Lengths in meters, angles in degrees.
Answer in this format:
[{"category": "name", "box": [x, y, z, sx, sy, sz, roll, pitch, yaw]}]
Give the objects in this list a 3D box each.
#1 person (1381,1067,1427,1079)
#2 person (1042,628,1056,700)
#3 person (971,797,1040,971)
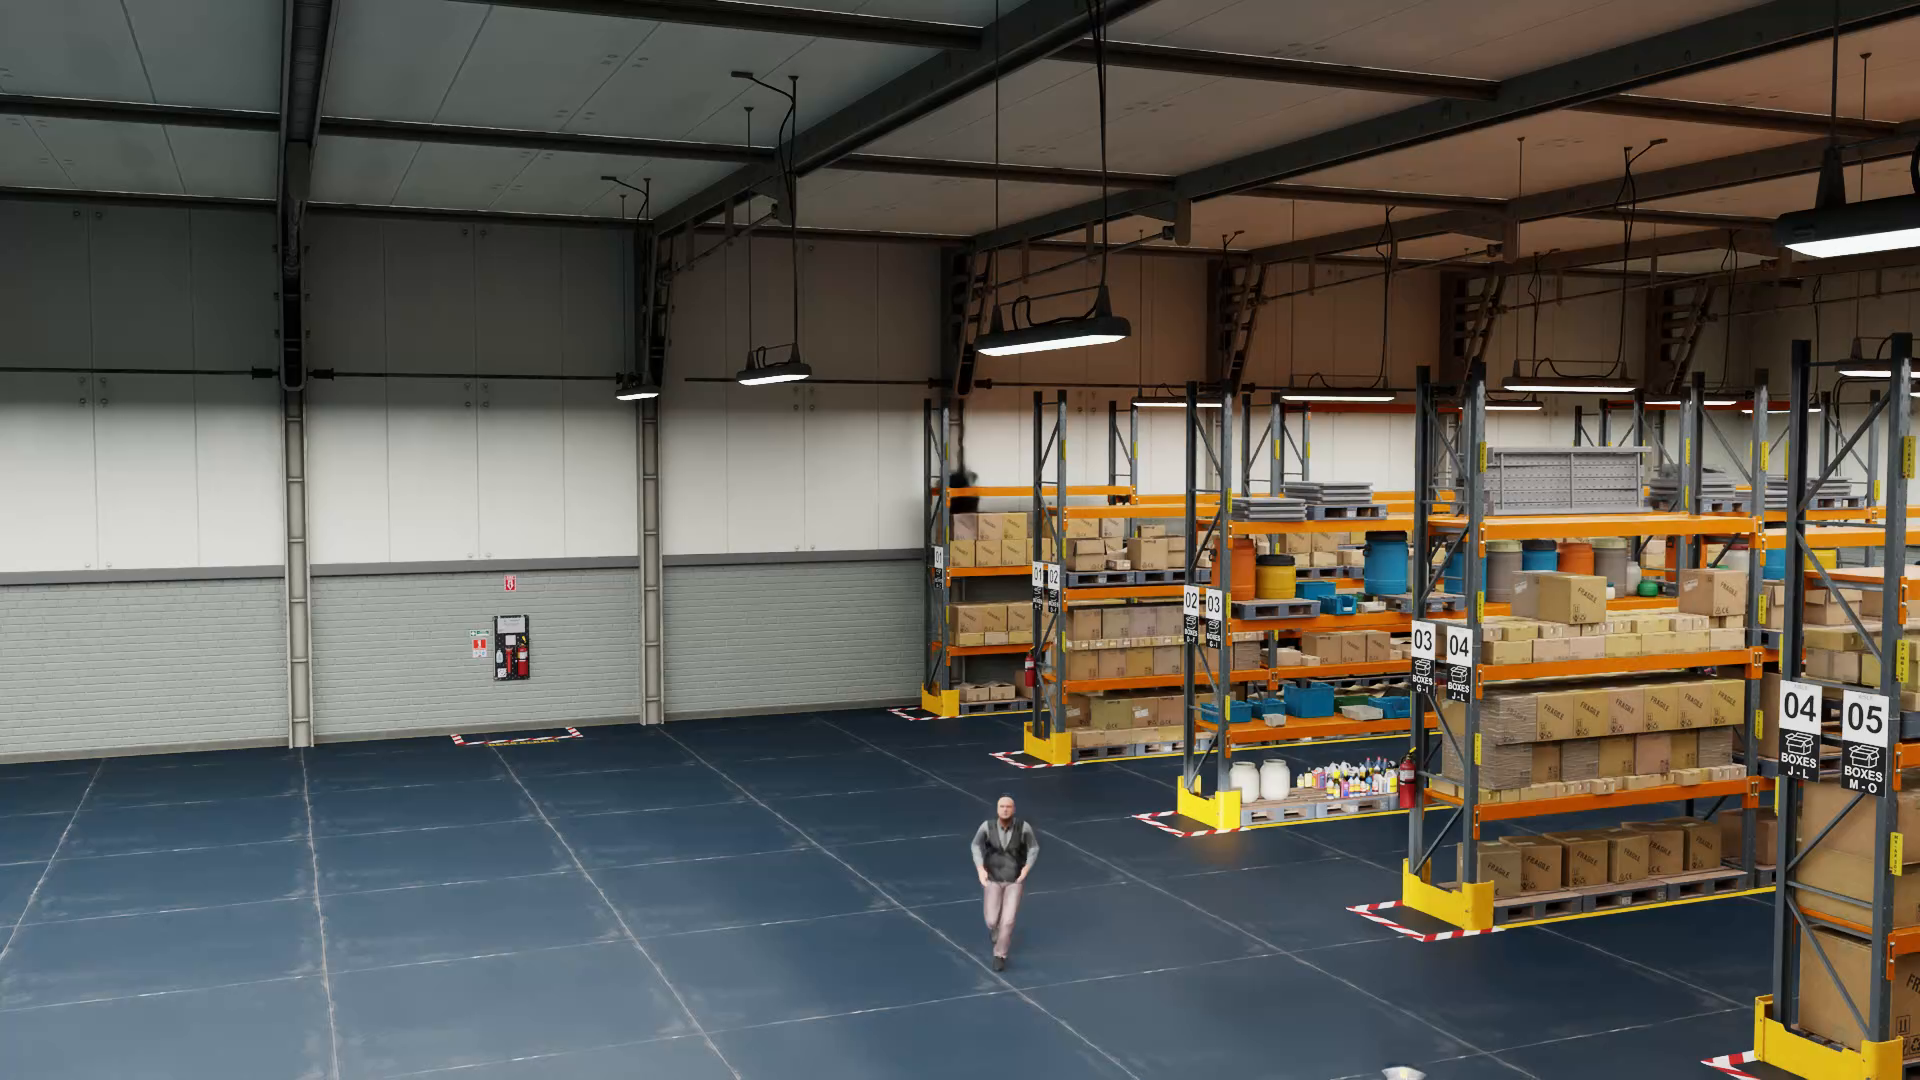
[{"category": "person", "box": [2.500, 3.767, 9.407, 0.626, 1.669, 0.743, 1, 3, 15]}, {"category": "person", "box": [1.605, 2.370, 28.703, 0.566, 1.713, 0.600, -2, 4, -30]}, {"category": "person", "box": [0.451, 3.362, 16.482, 0.679, 1.690, 0.619, 0, 3, 3]}]
